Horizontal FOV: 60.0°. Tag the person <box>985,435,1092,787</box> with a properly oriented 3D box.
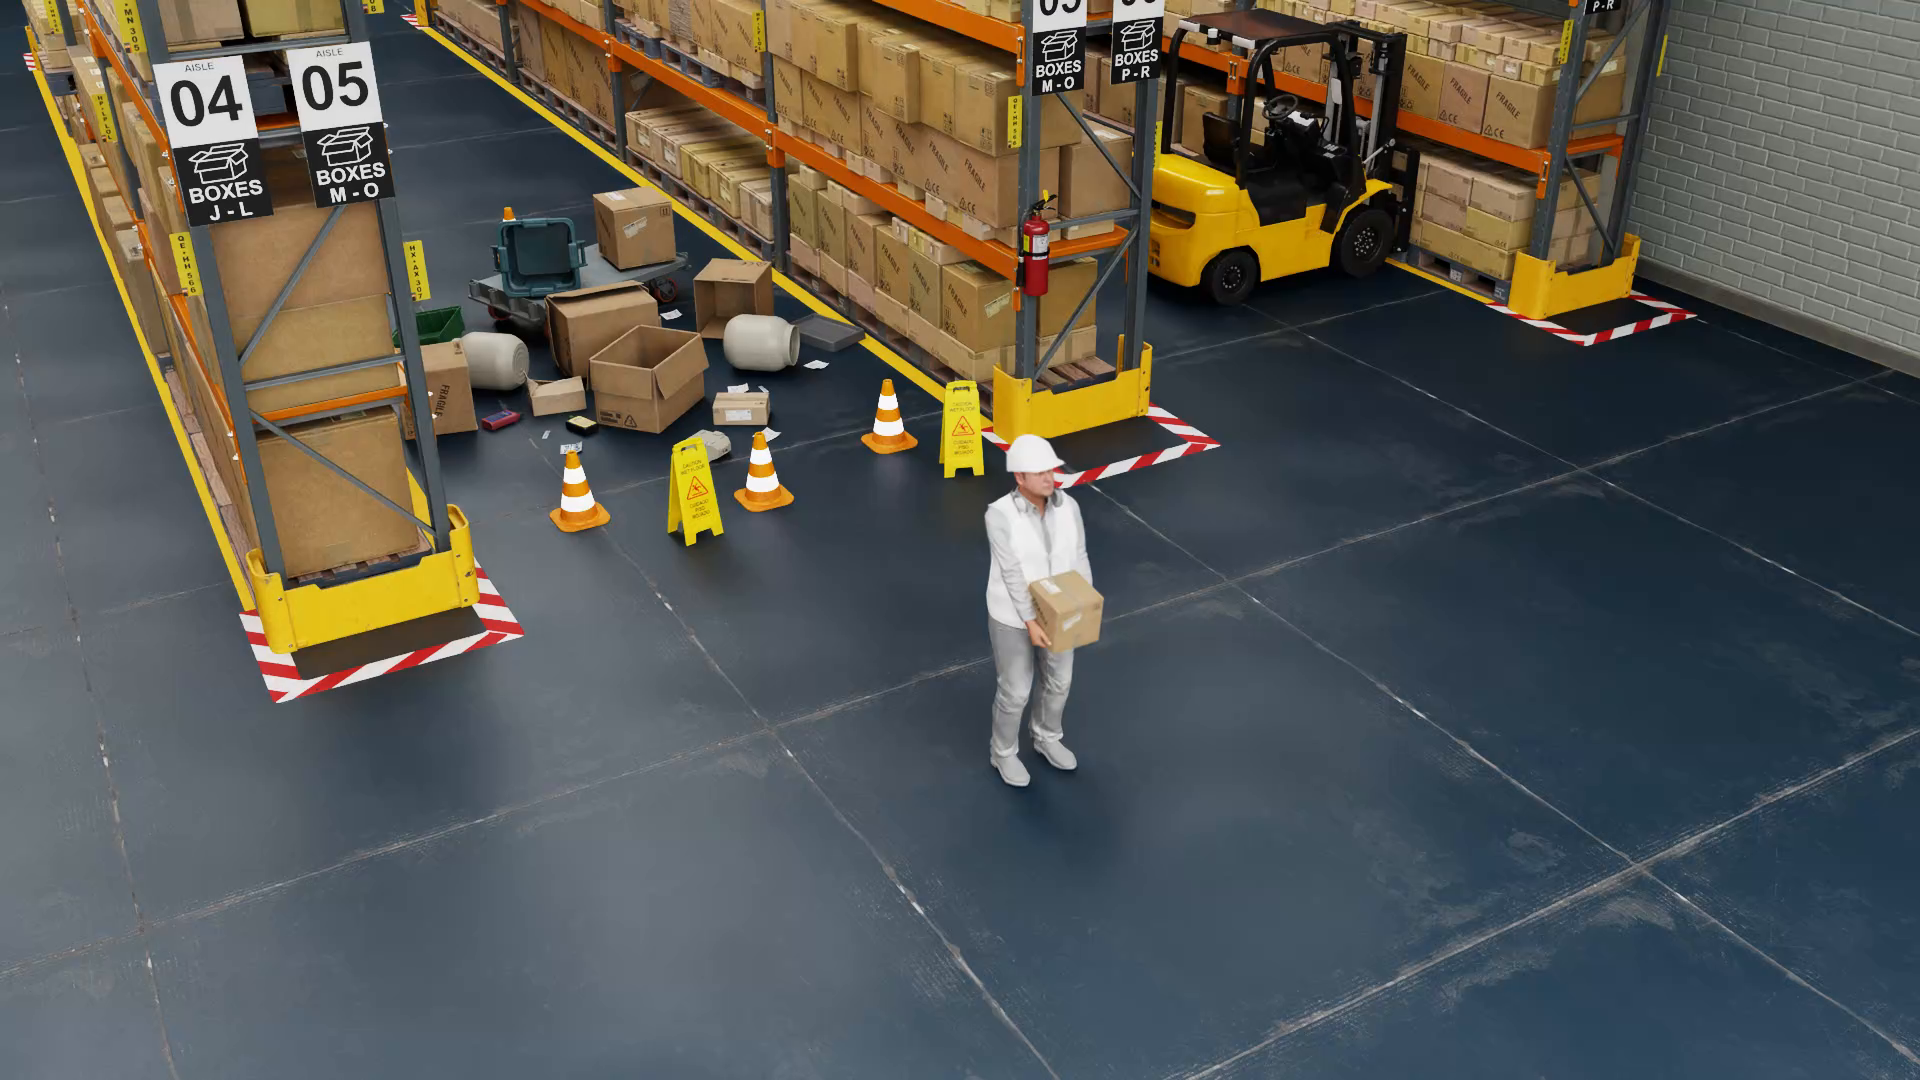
[{"bbox_3d":[0.405,0.371,7.873,0.494,1.762,0.560,-15,32,-26],"label":"person"}]
